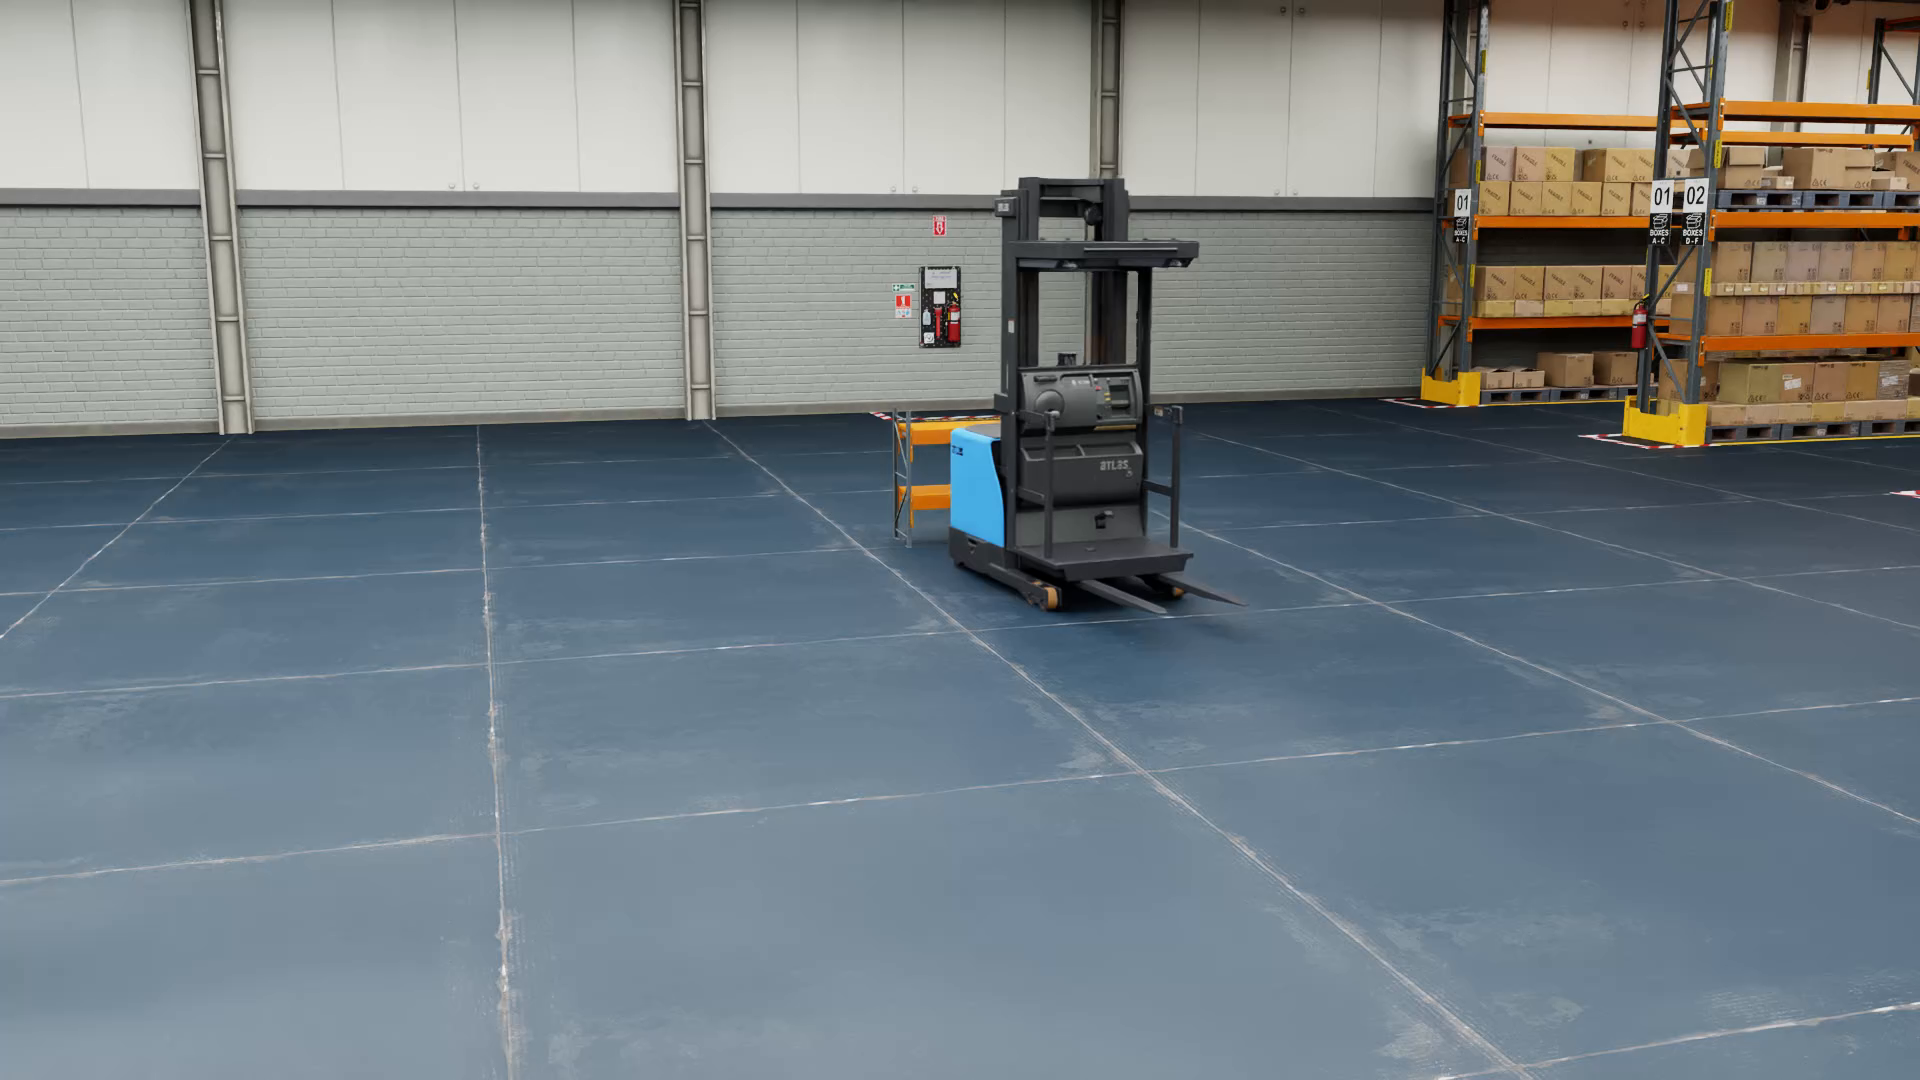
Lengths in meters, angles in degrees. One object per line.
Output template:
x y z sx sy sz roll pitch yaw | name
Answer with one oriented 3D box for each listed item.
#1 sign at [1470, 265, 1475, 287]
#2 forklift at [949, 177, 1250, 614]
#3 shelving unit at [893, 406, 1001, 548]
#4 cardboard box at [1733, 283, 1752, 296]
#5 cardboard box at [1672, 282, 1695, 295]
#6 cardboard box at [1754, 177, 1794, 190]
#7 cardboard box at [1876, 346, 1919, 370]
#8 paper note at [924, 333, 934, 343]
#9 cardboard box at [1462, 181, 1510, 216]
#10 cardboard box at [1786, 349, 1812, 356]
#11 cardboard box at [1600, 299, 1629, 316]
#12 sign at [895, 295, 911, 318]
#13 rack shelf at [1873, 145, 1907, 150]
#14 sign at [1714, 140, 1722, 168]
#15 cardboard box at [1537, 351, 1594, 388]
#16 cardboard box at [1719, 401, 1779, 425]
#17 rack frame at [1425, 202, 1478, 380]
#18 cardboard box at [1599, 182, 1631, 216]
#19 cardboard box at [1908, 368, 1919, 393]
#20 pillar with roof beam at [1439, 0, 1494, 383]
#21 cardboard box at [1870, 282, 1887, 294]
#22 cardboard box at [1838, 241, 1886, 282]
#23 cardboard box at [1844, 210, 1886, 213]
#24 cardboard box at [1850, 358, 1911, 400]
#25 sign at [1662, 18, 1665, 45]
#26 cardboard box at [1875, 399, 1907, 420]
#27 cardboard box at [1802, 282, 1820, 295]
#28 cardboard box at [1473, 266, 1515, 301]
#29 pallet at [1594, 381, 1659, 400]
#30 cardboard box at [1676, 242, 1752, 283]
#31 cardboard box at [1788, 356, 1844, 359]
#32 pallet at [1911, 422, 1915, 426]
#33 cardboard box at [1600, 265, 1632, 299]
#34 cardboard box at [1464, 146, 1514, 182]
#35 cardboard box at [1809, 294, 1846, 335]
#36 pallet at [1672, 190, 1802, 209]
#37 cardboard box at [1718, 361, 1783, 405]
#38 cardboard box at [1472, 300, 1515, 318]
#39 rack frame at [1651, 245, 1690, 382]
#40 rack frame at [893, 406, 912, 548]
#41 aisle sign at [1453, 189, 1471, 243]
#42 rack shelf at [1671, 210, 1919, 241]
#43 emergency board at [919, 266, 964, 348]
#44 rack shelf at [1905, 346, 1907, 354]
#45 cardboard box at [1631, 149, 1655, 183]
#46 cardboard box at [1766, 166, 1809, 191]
7.609 -3.927 24.704 0.005 0.325 0.100 -3 11 -16 | sign
0.955 -1.043 11.619 1.130 2.935 3.031 -4 11 -23 | forklift
0.006 -0.554 13.947 1.048 1.125 0.538 -3 11 -16 | shelving unit
9.535 -3.099 20.530 0.250 0.149 0.380 -3 11 -17 | cardboard box
9.159 -3.156 20.835 0.250 0.149 0.380 -3 11 -17 | cardboard box
10.024 -4.391 20.475 0.250 0.149 0.380 -3 11 -16 | cardboard box
15.881 -3.164 27.728 0.750 0.750 0.750 -3 11 -17 | cardboard box
-0.446 -2.929 24.107 0.142 0.148 0.016 -3 11 -16 | paper note
7.848 -5.104 24.868 0.500 0.500 0.500 -3 11 -14 | cardboard box
13.465 -2.906 27.238 0.500 0.500 0.700 -3 11 -16 | cardboard box
9.968 -3.606 25.707 0.500 0.250 0.500 -3 11 -16 | cardboard box
-0.817 -3.367 23.953 0.234 0.329 0.001 -3 11 -16 | sign
17.059 -6.502 27.601 4.000 0.370 1.077 -3 11 -16 | rack shelf
8.995 -4.582 19.734 0.005 0.325 0.100 -3 11 -16 | sign
9.412 -2.660 25.897 0.500 0.500 0.700 -4 11 -20 | cardboard box
9.901 -1.604 20.907 0.500 0.250 0.500 -3 11 -16 | cardboard box
7.457 -3.596 25.294 0.127 3.000 1.000 -3 11 -16 | rack frame
9.871 -5.206 25.424 0.500 0.500 0.500 -3 11 -18 | cardboard box
12.995 -2.138 22.260 0.500 0.311 0.500 -3 11 -16 | cardboard box
9.091 -5.984 21.695 0.548 9.000 9.100 -3 11 -16 | pillar with roof beam
11.507 -3.203 21.095 0.250 0.149 0.380 -3 11 -16 | cardboard box
11.296 -3.550 21.186 0.500 0.500 0.700 -3 11 -16 | cardboard box
14.522 -5.359 26.775 0.500 0.311 0.500 -3 11 -16 | cardboard box
11.818 -2.076 21.400 0.500 0.500 0.500 -3 11 -16 | cardboard box
8.707 -6.279 20.499 0.005 0.325 0.100 -3 11 -16 | sign
11.819 -1.707 21.466 0.500 0.250 0.500 -3 11 -16 | cardboard box
10.518 -3.151 20.810 0.250 0.149 0.380 -3 11 -17 | cardboard box
7.999 -3.873 25.086 0.500 0.500 0.500 -3 11 -16 | cardboard box
10.663 -2.387 26.428 1.213 0.211 1.003 -3 11 -16 | pallet
9.348 -3.446 20.622 0.500 0.500 0.700 -3 11 -16 | cardboard box
11.193 -2.141 21.754 0.500 0.500 0.500 -3 11 -16 | cardboard box
13.382 -1.610 22.209 1.213 0.211 1.003 -3 11 -16 | pallet
9.966 -3.976 25.645 0.500 0.500 0.500 -3 11 -18 | cardboard box
7.895 -5.599 24.798 0.500 0.500 0.500 -4 11 -20 | cardboard box
10.783 -2.884 21.153 0.500 0.500 0.700 -3 11 -14 | cardboard box
9.531 -4.198 20.524 1.213 0.211 1.003 -3 11 -16 | pallet
9.902 -1.972 20.837 0.500 0.500 0.500 -3 11 -16 | cardboard box
8.014 -3.501 25.141 0.500 0.250 0.500 -3 11 -18 | cardboard box
11.298 -3.798 26.394 0.127 3.000 1.000 -3 11 -16 | rack frame
-0.482 -0.528 13.807 0.032 1.125 0.500 -3 11 -16 | rack frame
7.472 -4.819 24.756 0.004 0.787 0.394 -3 11 -16 | aisle sign
10.766 -3.958 20.961 4.000 0.370 1.077 -3 11 -16 | rack shelf
-0.257 -3.360 24.011 0.643 1.169 0.194 -3 11 -16 | emergency board
14.606 -2.685 22.332 4.000 0.370 1.077 -3 11 -16 | rack shelf
10.366 -5.722 25.466 0.500 0.500 0.500 -2 11 -13 | cardboard box
10.411 -4.574 21.022 0.500 0.311 0.500 -2 11 -9 | cardboard box
